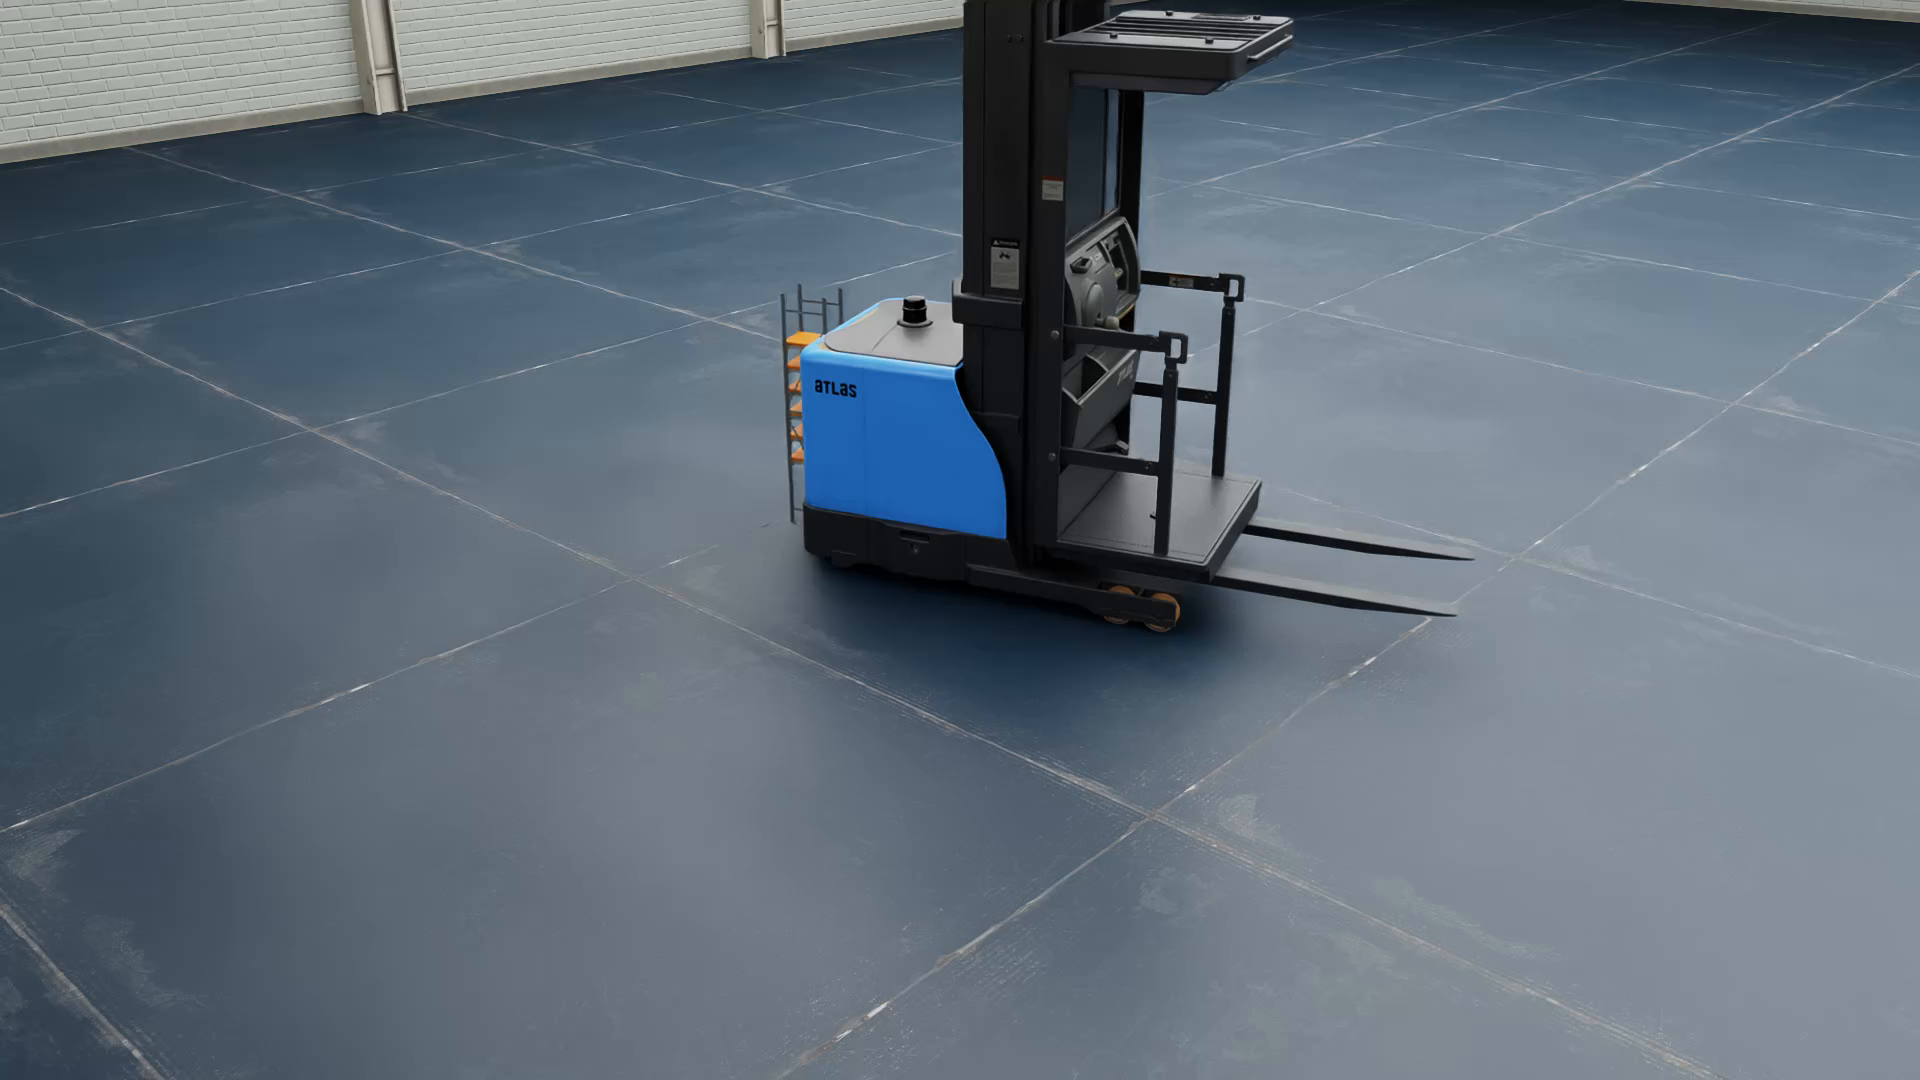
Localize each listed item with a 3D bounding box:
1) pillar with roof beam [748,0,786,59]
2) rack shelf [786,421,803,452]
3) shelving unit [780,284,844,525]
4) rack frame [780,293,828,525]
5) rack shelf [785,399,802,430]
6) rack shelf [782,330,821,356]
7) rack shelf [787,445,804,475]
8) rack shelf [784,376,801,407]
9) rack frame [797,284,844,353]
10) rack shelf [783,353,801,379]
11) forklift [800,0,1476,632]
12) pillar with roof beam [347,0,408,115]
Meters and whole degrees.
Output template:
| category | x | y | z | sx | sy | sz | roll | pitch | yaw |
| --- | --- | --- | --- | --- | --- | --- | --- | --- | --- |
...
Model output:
| category | x | y | z | sx | sy | sz | roll | pitch | yaw |
| --- | --- | --- | --- | --- | --- | --- | --- | --- | --- |
| pillar with roof beam | 0.502 | -9.767 | 19.035 | 9.100 | 9.000 | 0.400 | 20 | 31 | 38 |
| rack shelf | -0.713 | -0.499 | 8.299 | 0.258 | 0.103 | 0.180 | 9 | 26 | 19 |
| shelving unit | -0.713 | -0.649 | 8.232 | 0.258 | 1.200 | 0.189 | 9 | 26 | 19 |
| rack frame | -0.745 | -0.614 | 8.154 | 0.240 | 1.200 | 0.006 | 9 | 26 | 19 |
| rack shelf | -0.713 | -0.609 | 8.250 | 0.258 | 0.103 | 0.180 | 9 | 26 | 19 |
| rack shelf | -0.713 | -0.937 | 8.103 | 0.258 | 0.103 | 0.180 | 9 | 26 | 19 |
| rack shelf | -0.713 | -0.390 | 8.348 | 0.258 | 0.103 | 0.180 | 9 | 26 | 19 |
| rack shelf | -0.713 | -0.718 | 8.201 | 0.258 | 0.103 | 0.180 | 9 | 26 | 19 |
| rack frame | -0.680 | -0.684 | 8.310 | 0.240 | 1.200 | 0.006 | 9 | 26 | 19 |
| rack shelf | -0.713 | -0.828 | 8.152 | 0.258 | 0.103 | 0.180 | 9 | 26 | 19 |
| forklift | 0.820 | -1.179 | 7.297 | 3.031 | 2.935 | 1.130 | 10 | 26 | 20 |
| pillar with roof beam | -3.503 | -7.939 | 14.958 | 9.100 | 9.000 | 0.400 | 20 | 31 | 38 |
